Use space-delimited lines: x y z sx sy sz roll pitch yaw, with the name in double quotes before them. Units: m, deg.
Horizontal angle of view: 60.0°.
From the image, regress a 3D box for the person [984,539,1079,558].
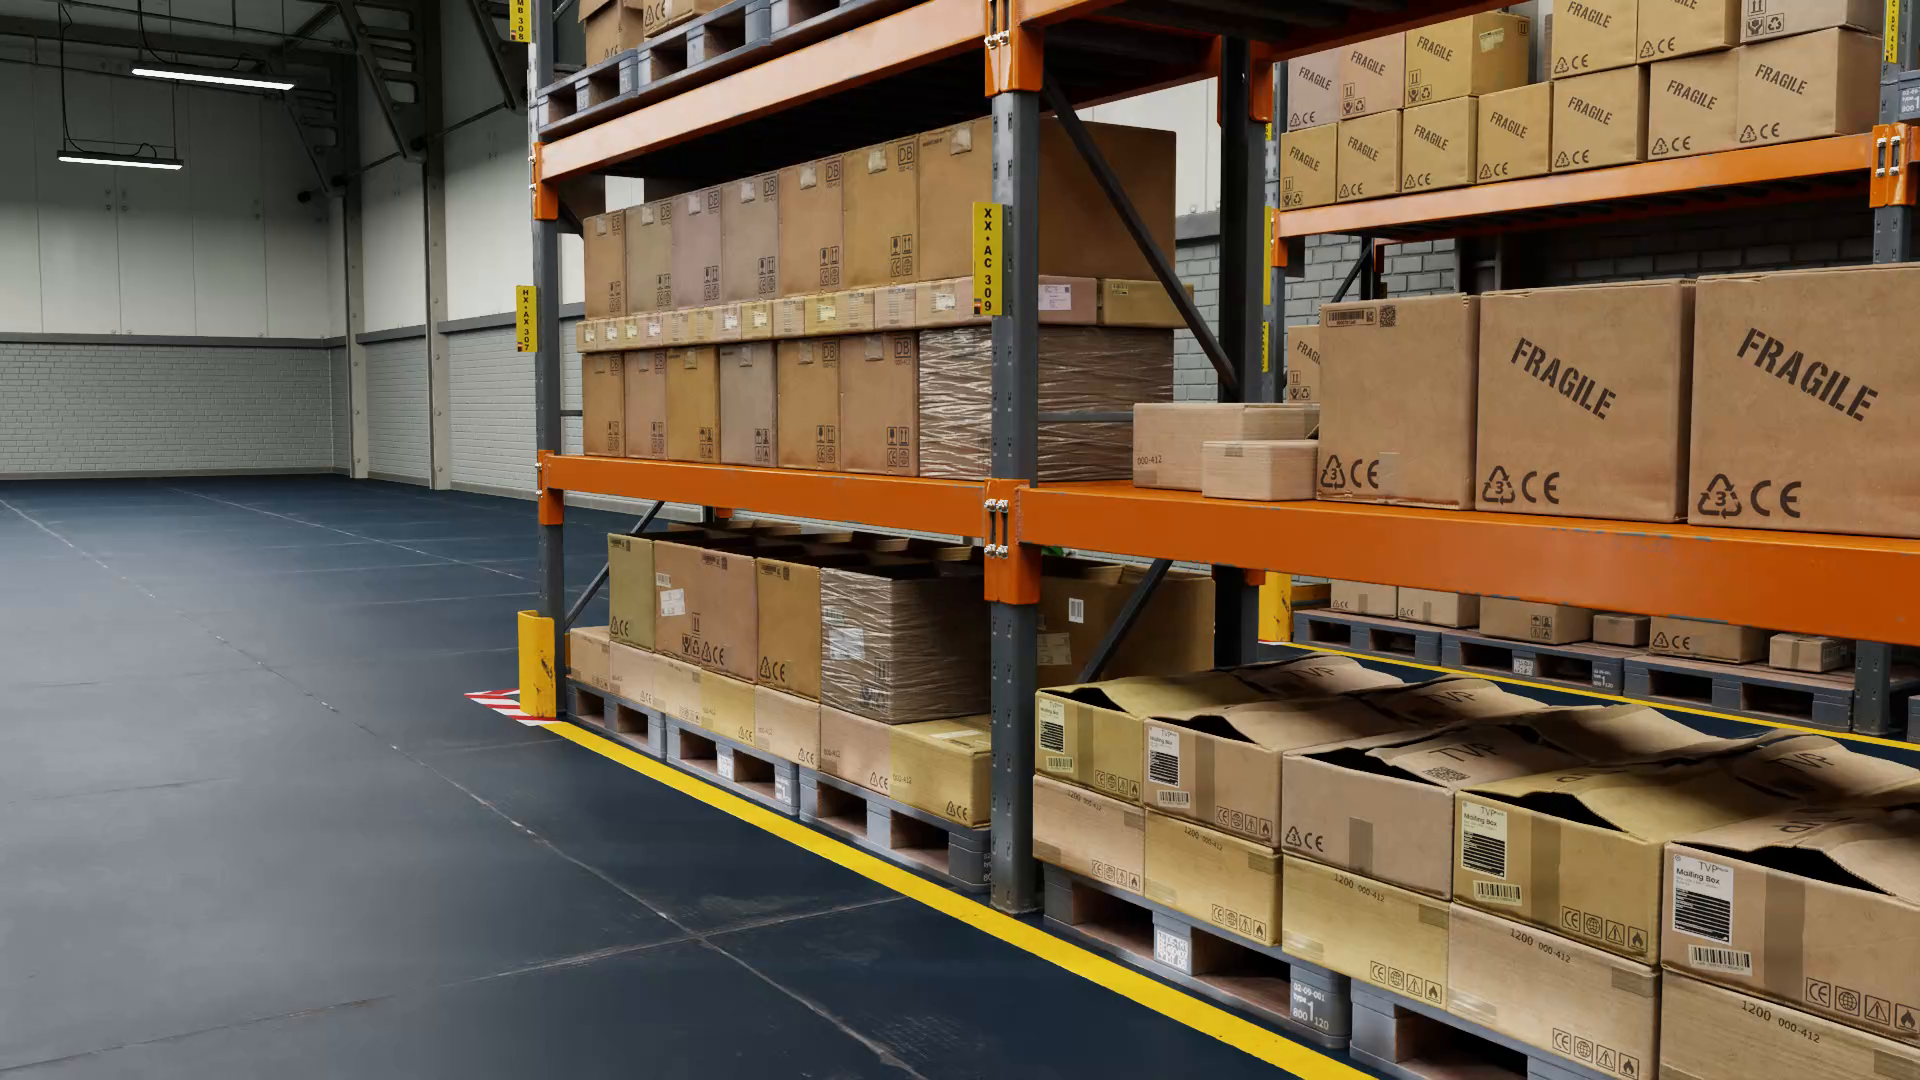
"person" 0.358 -0.019 8.403 0.616 1.778 0.453 -4 6 -37
